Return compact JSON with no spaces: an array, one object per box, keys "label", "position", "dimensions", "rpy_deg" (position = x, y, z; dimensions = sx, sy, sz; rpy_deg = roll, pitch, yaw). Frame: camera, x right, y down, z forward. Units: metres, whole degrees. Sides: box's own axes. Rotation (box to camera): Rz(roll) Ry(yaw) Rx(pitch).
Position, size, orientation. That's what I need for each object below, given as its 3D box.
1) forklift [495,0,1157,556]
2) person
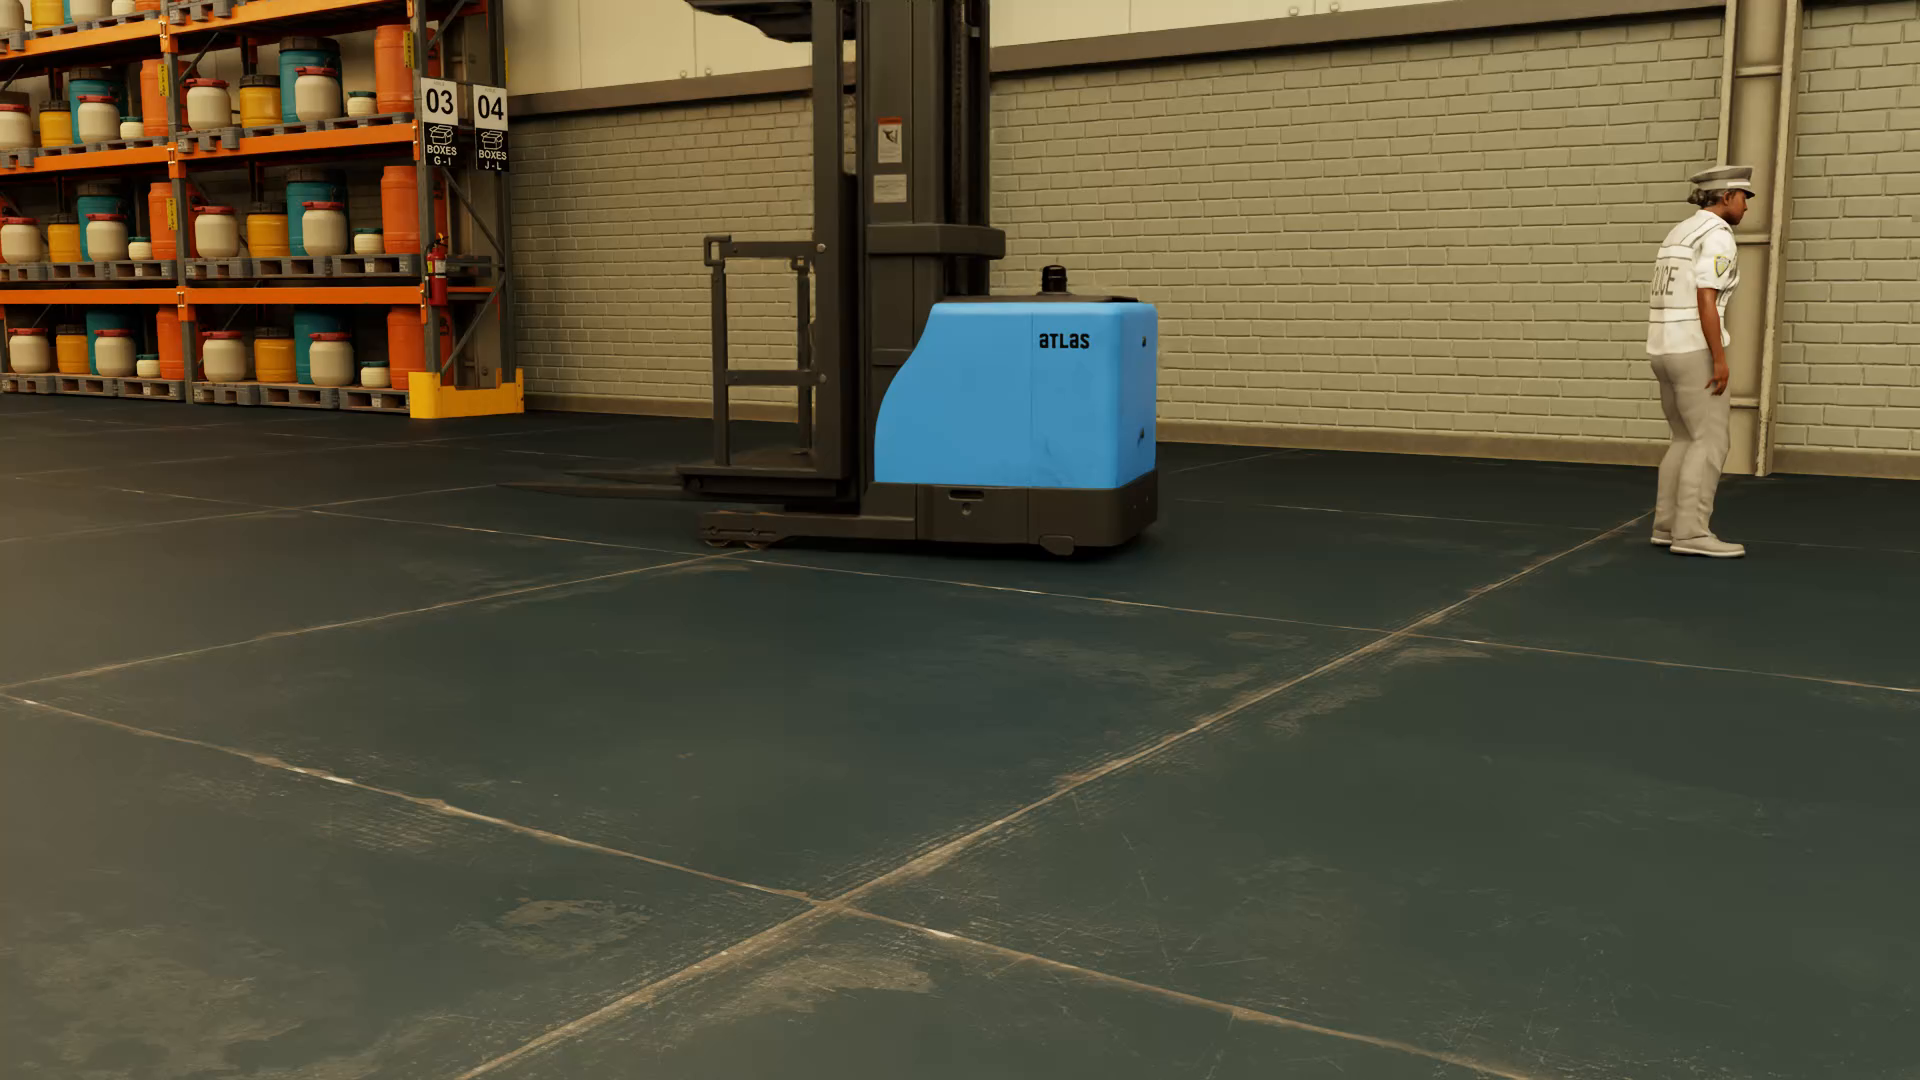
[{"label":"forklift","position":[-0.656,-1.478,7.586],"dimensions":[3.031,2.935,1.130],"rpy_deg":[2,8,16]},{"label":"person","position":[3.193,-0.776,7.188],"dimensions":[0.397,1.656,0.513],"rpy_deg":[1,8,5]}]
